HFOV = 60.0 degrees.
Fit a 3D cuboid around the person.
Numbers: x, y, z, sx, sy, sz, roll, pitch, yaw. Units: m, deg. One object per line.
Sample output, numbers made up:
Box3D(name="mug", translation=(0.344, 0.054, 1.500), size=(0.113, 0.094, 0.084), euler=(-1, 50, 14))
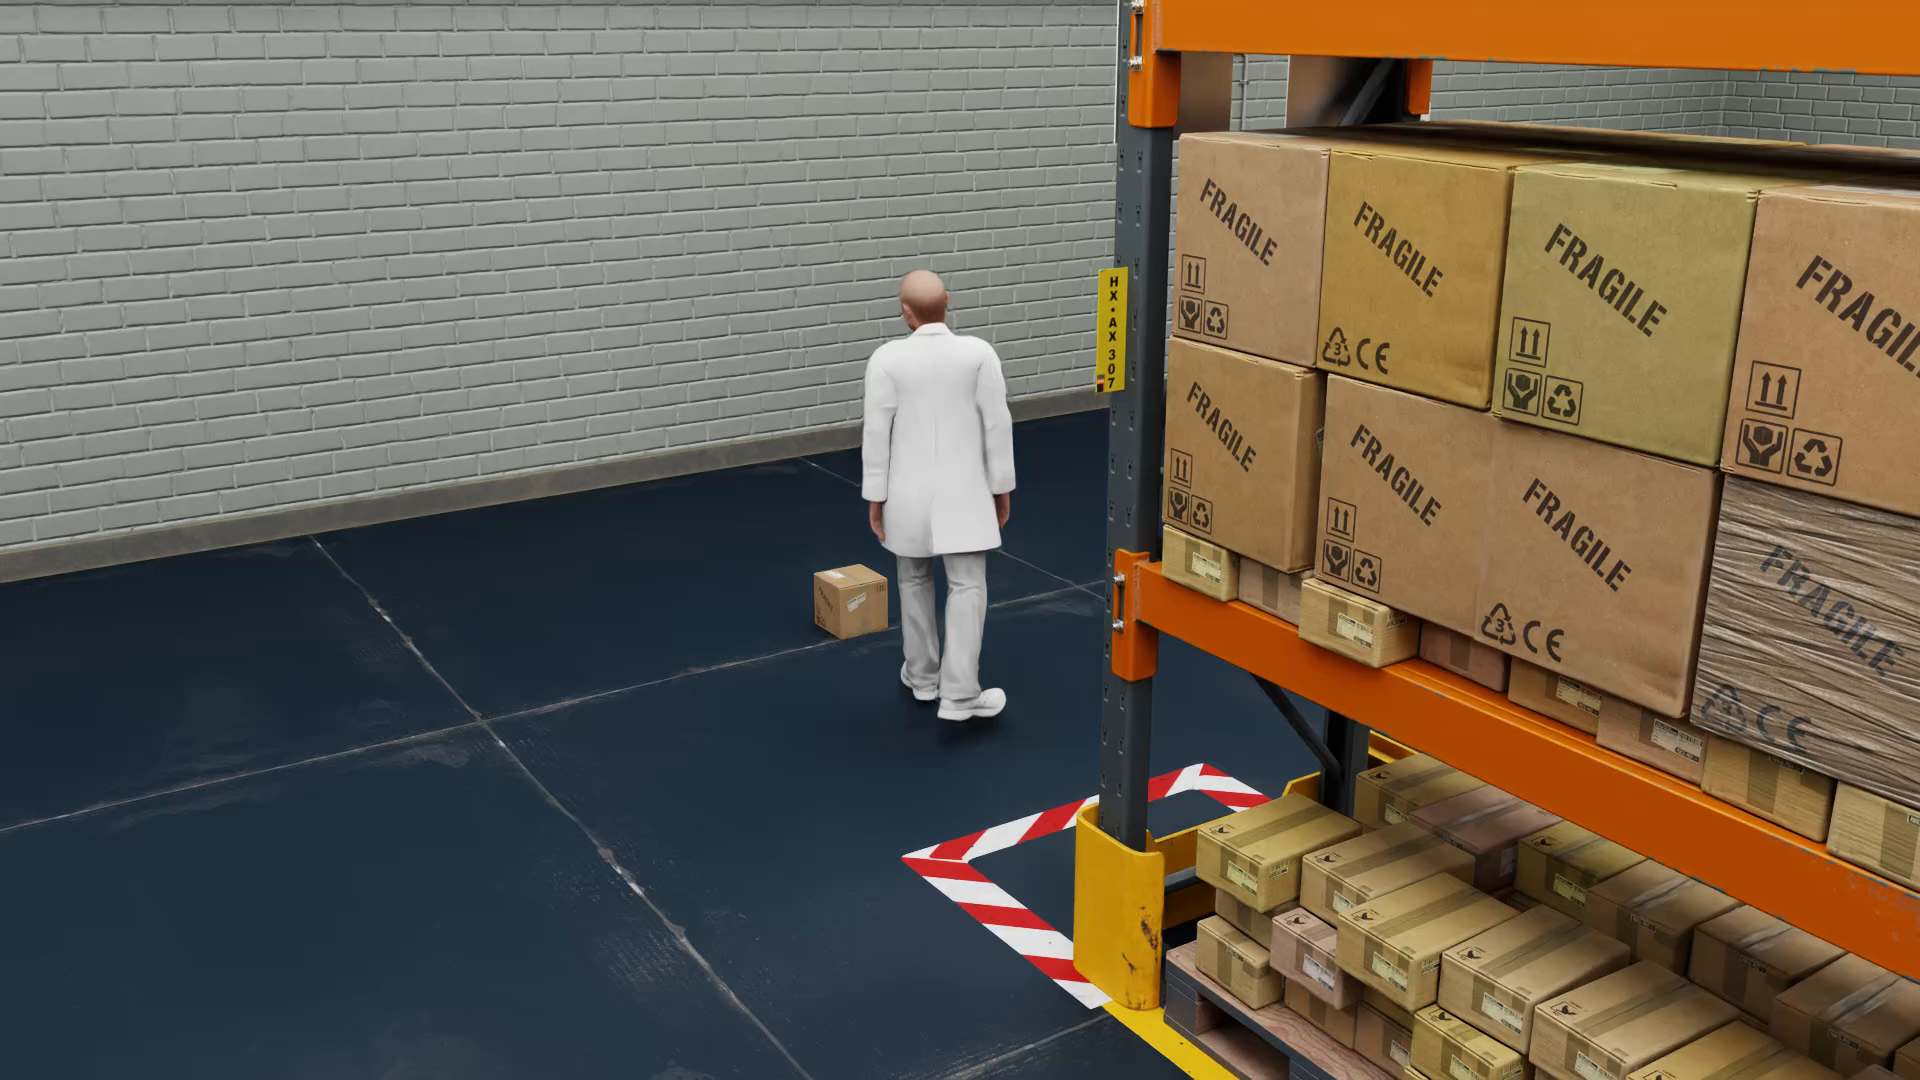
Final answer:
Box3D(name="person", translation=(-0.086, -0.163, 6.566), size=(0.611, 1.777, 0.761), euler=(0, 18, 1))
